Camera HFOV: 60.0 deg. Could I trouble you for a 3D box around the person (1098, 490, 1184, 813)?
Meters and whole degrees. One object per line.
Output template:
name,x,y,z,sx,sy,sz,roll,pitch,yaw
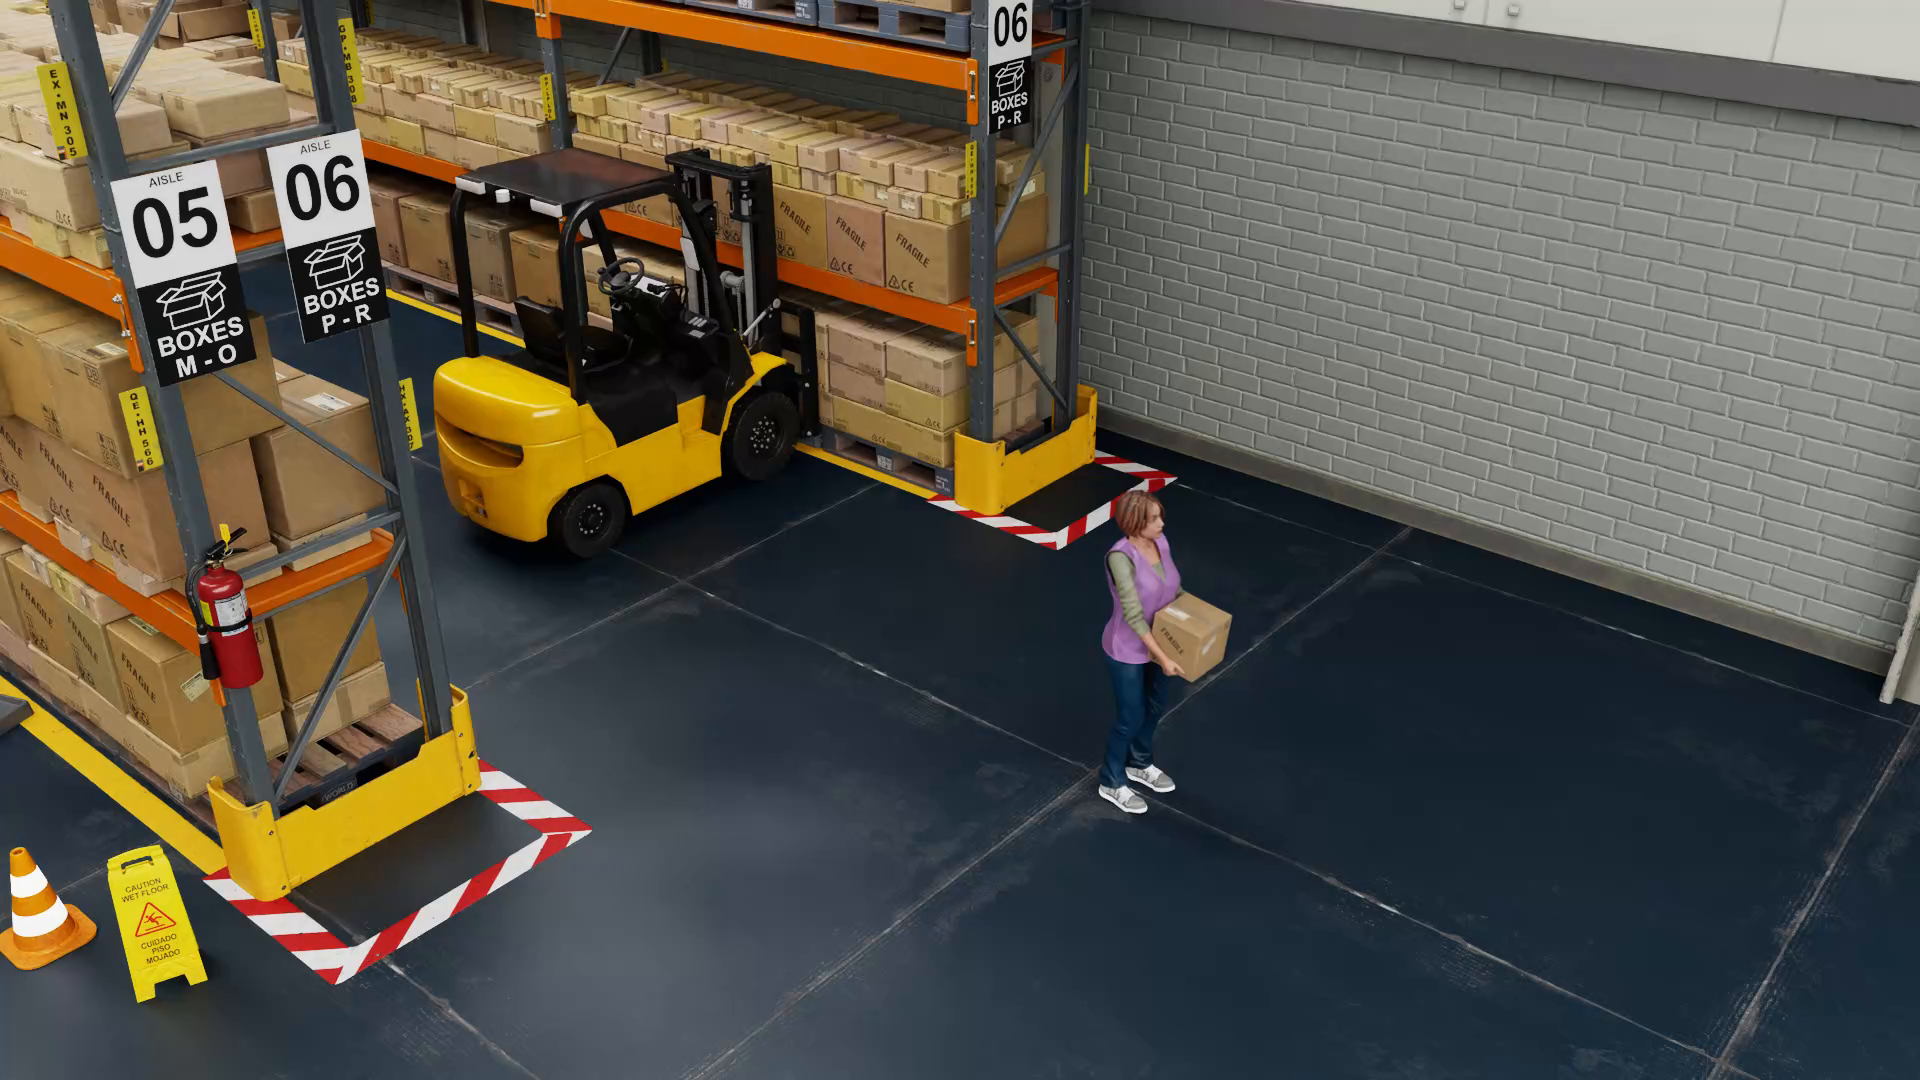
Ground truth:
person,0.892,0.533,7.623,0.495,1.591,0.384,22,35,35
